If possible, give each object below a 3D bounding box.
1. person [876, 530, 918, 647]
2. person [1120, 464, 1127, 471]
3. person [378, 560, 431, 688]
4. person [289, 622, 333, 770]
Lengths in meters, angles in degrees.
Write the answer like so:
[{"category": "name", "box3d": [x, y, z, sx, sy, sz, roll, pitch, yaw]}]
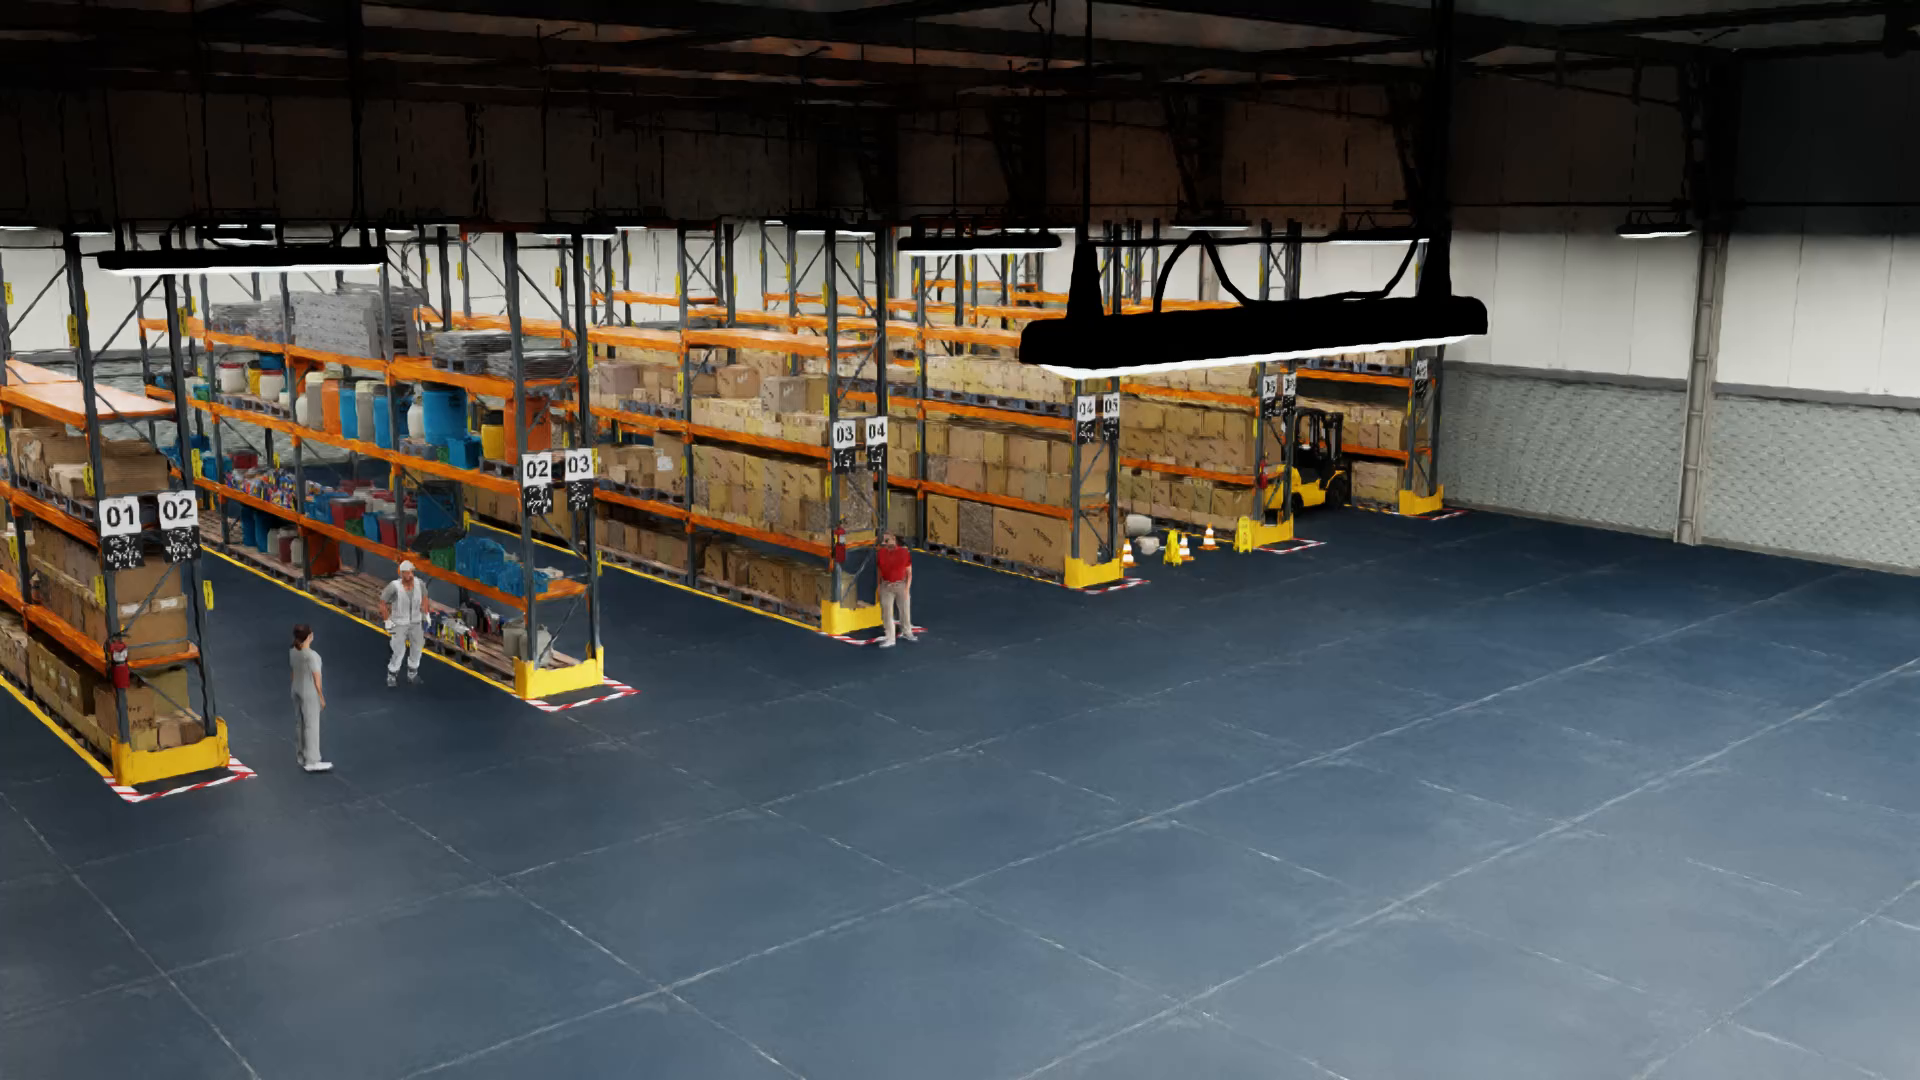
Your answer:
[{"category": "person", "box3d": [-0.933, 0.722, 24.200, 0.587, 1.618, 0.632, 3, 12, 14]}, {"category": "person", "box3d": [3.643, -1.977, 37.376, 0.538, 1.665, 0.573, -2, 12, -11]}, {"category": "person", "box3d": [-7.340, 1.103, 22.051, 0.677, 1.742, 0.552, -10, 15, -41]}, {"category": "person", "box3d": [-7.396, 1.750, 18.879, 0.566, 1.676, 0.385, 7, 14, 33]}]
